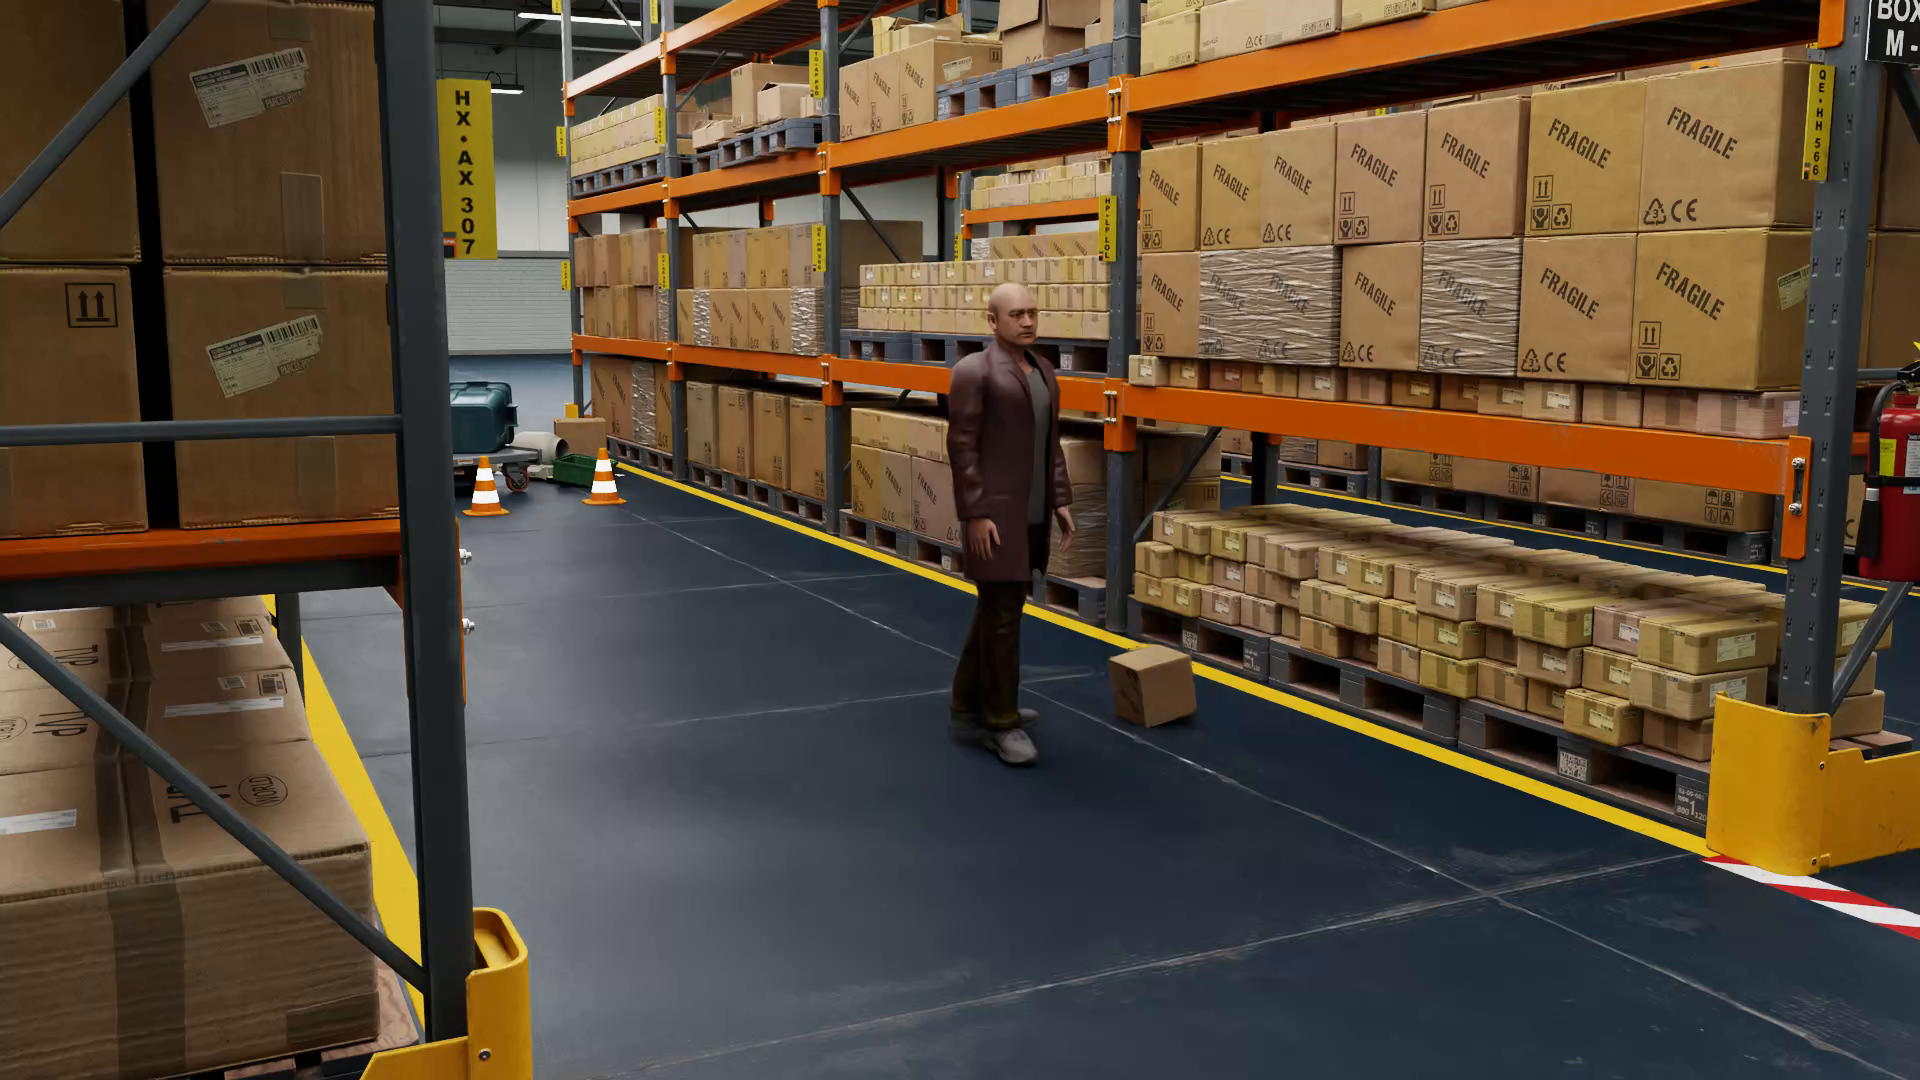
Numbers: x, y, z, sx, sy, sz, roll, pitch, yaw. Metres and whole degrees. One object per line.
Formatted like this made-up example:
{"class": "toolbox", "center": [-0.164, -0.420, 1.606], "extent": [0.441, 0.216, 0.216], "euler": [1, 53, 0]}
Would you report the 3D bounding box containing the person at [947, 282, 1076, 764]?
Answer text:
{"class": "person", "center": [0.183, -0.085, 6.386], "extent": [0.544, 1.787, 0.574], "euler": [6, 10, 34]}
